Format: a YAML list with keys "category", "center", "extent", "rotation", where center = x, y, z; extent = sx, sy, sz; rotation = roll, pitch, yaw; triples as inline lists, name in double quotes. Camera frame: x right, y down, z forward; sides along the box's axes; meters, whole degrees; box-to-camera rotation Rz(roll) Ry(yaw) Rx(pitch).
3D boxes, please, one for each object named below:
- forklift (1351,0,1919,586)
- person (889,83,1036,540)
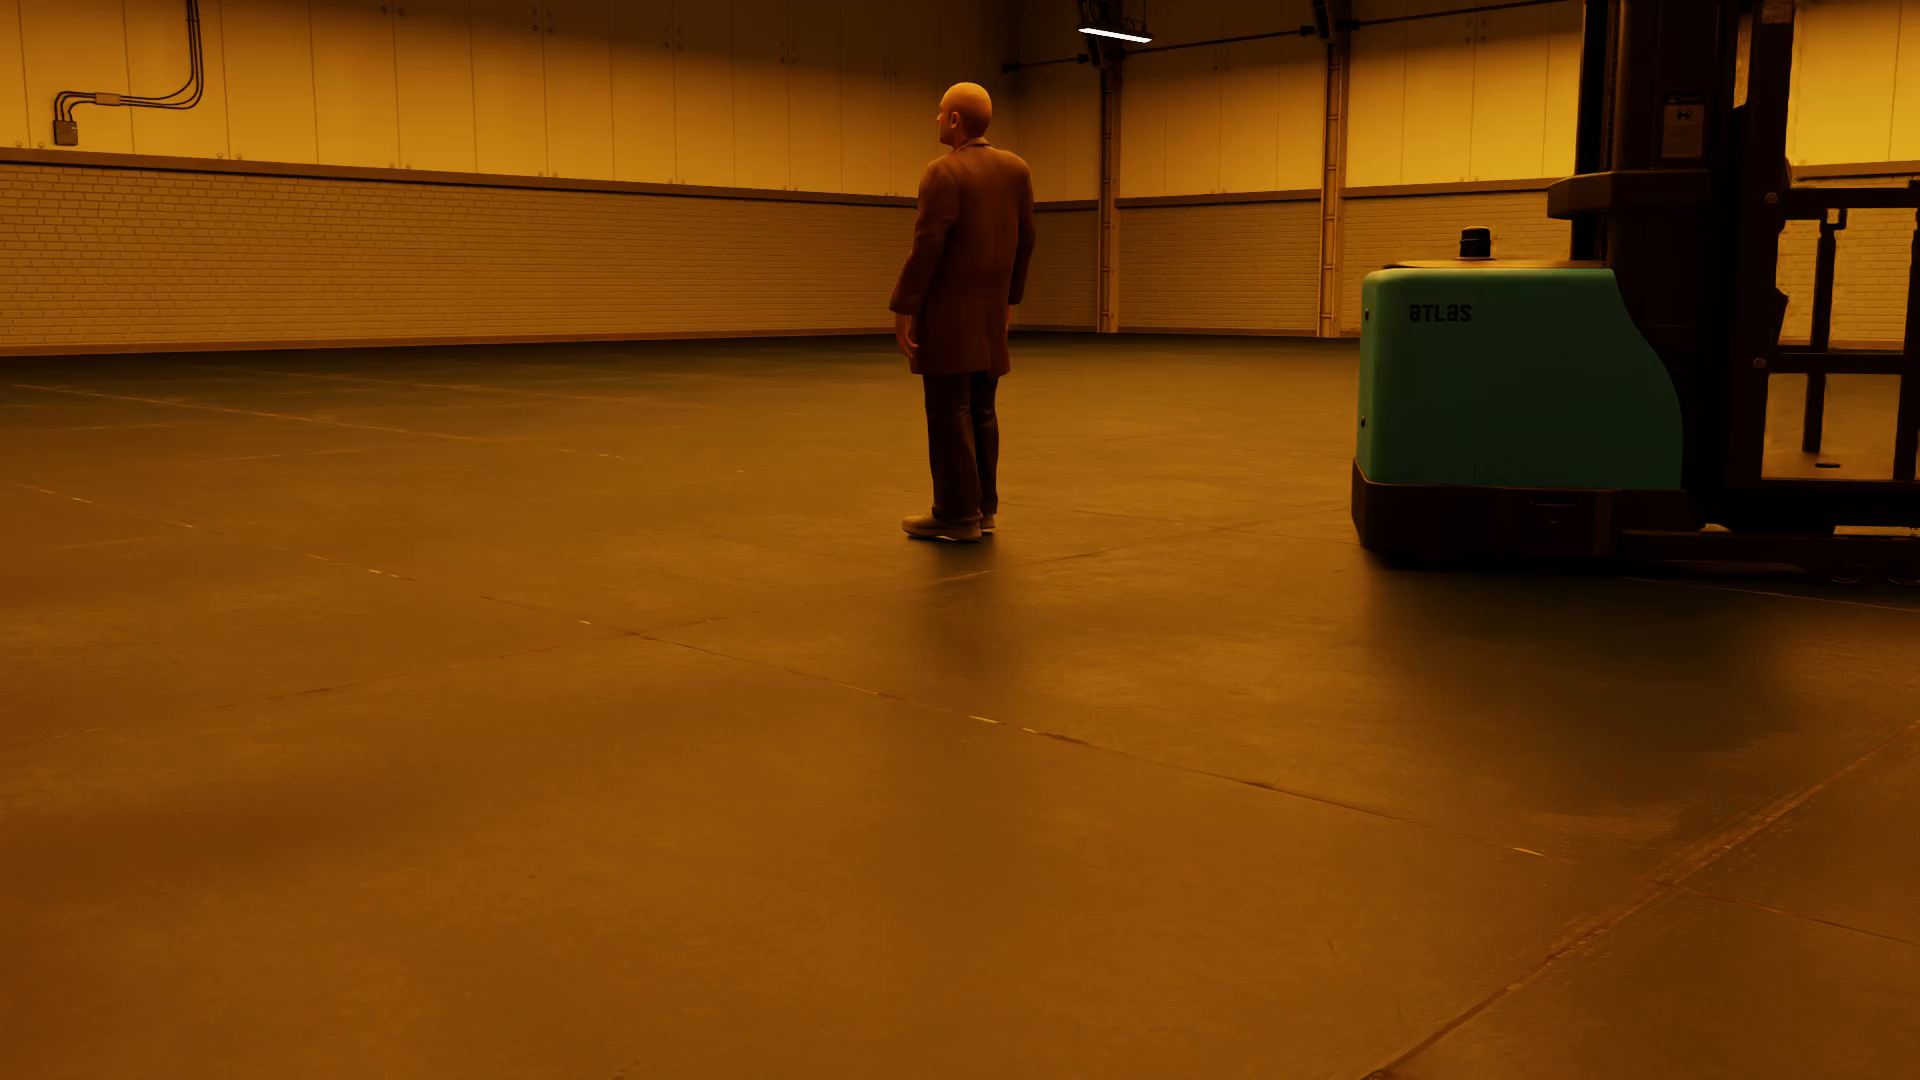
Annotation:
- category: "forklift"
  center: [3.042, -1.378, 6.026]
  extent: [3.031, 2.935, 1.130]
  rotation: [2, 9, 10]
- category: "person"
  center: [-0.064, -0.896, 6.650]
  extent: [0.579, 1.778, 0.696]
  rotation: [8, 12, 43]
